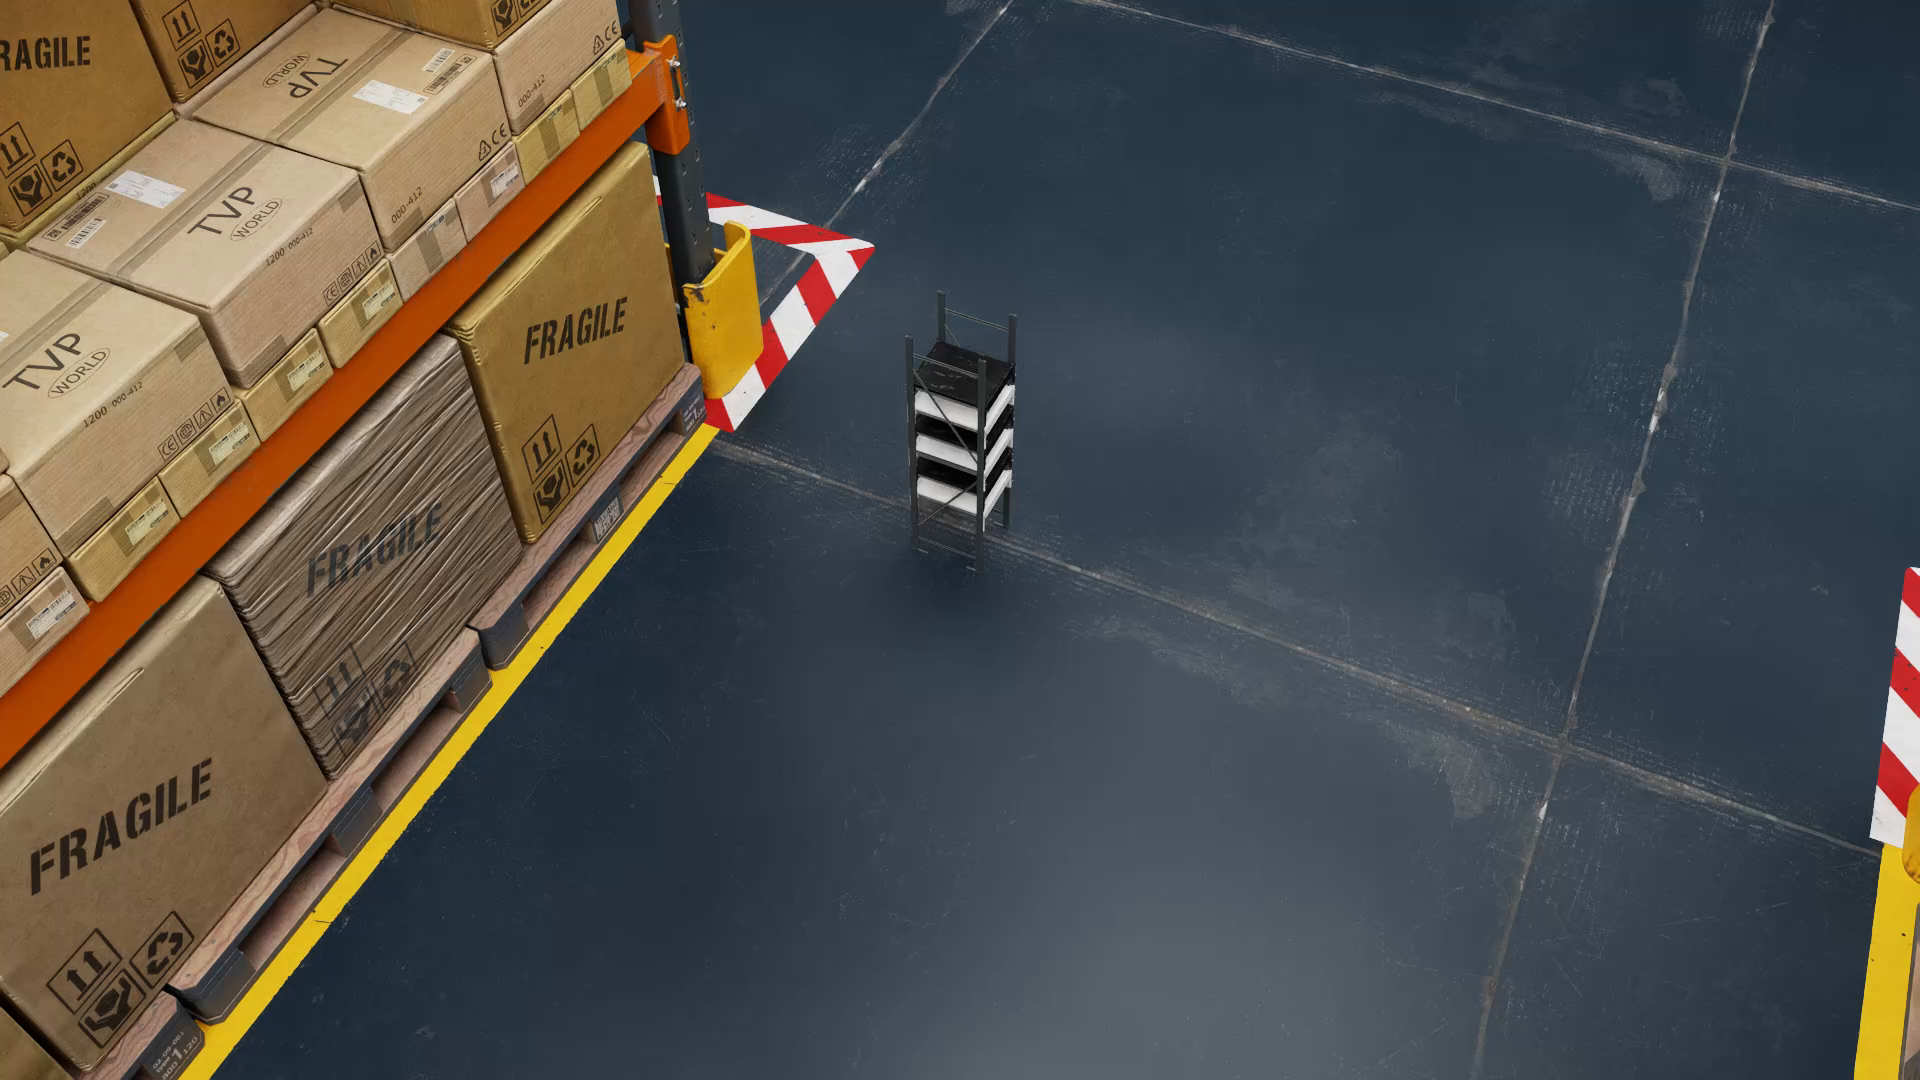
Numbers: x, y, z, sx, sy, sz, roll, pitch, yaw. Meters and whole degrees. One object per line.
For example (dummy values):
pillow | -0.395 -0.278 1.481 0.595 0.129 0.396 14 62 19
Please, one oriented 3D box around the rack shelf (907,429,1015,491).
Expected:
rack shelf | 0.003 -0.276 4.937 0.258 0.077 0.200 20 52 16

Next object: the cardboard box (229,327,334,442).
cardboard box | -1.677 -0.409 3.793 0.380 0.149 0.250 20 52 16

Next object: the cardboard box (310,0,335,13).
cardboard box | -1.726 -1.530 4.486 0.500 0.250 0.500 19 52 15

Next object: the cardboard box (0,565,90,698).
cardboard box | -2.005 0.123 3.341 0.380 0.149 0.250 20 53 16

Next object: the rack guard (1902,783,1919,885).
rack guard | 3.132 0.821 4.223 1.175 0.500 0.348 20 52 16

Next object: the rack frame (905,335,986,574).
rack frame | -0.040 -0.227 4.852 0.240 0.900 0.006 20 52 16

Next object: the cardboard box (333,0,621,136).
cardboard box | -1.244 -1.353 4.335 0.500 0.250 0.500 19 52 16

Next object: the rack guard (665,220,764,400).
rack guard | -1.267 -0.931 5.714 1.175 0.500 0.348 20 52 16

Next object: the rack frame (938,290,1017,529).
rack frame | 0.047 -0.367 4.972 0.240 0.900 0.006 20 52 16

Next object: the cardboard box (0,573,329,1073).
cardboard box | -2.247 0.534 3.946 0.875 0.875 0.875 20 52 16

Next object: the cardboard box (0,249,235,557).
cardboard box | -1.897 -0.293 3.433 0.500 0.250 0.500 20 52 16

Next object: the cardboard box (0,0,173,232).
cardboard box | -2.156 -1.070 3.602 0.500 0.500 0.500 19 52 15

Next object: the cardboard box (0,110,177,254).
cardboard box | -2.160 -0.825 3.886 0.500 0.250 0.500 18 52 15

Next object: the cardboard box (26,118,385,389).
cardboard box | -1.678 -0.653 3.739 0.500 0.250 0.500 18 52 15

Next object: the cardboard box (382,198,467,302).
cardboard box | -1.457 -0.767 4.098 0.380 0.149 0.250 21 53 17

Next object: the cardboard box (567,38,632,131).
cardboard box | -1.131 -1.291 4.544 0.380 0.149 0.250 21 53 17

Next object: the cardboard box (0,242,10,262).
cardboard box | -2.378 -0.464 3.579 0.500 0.250 0.500 19 52 15

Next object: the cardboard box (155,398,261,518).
cardboard box | -1.785 -0.239 3.648 0.380 0.149 0.250 21 53 17

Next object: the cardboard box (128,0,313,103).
cardboard box | -1.940 -1.429 3.907 0.500 0.500 0.500 19 52 15

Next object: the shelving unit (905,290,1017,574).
shelving unit | 0.003 -0.297 4.912 0.258 0.900 0.210 20 52 16

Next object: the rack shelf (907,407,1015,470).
rack shelf | 0.003 -0.334 4.869 0.258 0.077 0.200 20 52 16

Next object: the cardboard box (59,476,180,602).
cardboard box | -1.894 -0.058 3.495 0.380 0.149 0.250 18 52 15

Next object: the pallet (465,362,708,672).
pallet | -1.548 -0.245 5.320 1.003 0.211 1.213 20 52 16

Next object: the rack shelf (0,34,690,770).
rack shelf | -2.131 -0.115 3.850 1.077 0.370 4.000 20 52 16

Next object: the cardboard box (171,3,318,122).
cardboard box | -1.942 -1.170 4.179 0.500 0.250 0.500 19 52 16

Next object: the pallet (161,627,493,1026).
pallet | -2.070 0.592 4.608 1.003 0.211 1.213 20 52 16

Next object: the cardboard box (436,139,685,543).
cardboard box | -1.478 -0.706 5.000 0.875 0.875 0.875 20 52 16

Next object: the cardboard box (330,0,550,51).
cardboard box | -1.247 -1.595 4.048 0.500 0.500 0.500 20 53 17

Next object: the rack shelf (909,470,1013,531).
rack shelf | 0.003 -0.159 5.075 0.258 0.077 0.200 20 52 16

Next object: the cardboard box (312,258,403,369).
cardboard box | -1.566 -0.587 3.945 0.380 0.149 0.250 19 52 15

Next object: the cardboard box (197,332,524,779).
cardboard box | -1.867 -0.079 4.467 0.875 0.875 0.875 20 52 16

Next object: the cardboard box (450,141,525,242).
cardboard box | -1.350 -0.938 4.244 0.380 0.149 0.250 20 52 16

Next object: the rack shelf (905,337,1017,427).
rack shelf | 0.003 -0.451 4.732 0.258 0.077 0.200 20 52 16

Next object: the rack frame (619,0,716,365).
rack frame | -1.277 -1.725 4.748 1.000 3.000 0.127 20 52 16

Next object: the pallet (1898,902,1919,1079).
pallet | 2.753 1.462 3.867 1.003 0.211 1.213 20 52 16

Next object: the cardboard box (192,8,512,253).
cardboard box | -1.461 -1.004 4.038 0.500 0.250 0.500 19 52 15

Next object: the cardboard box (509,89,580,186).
cardboard box | -1.241 -1.112 4.391 0.380 0.149 0.250 20 53 16

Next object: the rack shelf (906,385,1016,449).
rack shelf | 0.003 -0.392 4.800 0.258 0.077 0.200 20 52 16

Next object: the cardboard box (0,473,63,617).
cardboard box | -2.115 0.044 3.146 0.500 0.250 0.500 21 53 17

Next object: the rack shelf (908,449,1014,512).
rack shelf | 0.003 -0.217 5.006 0.258 0.077 0.200 20 52 16

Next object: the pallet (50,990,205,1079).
pallet | -2.590 1.435 3.890 1.003 0.211 1.213 20 52 16

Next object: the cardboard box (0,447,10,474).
cardboard box | -2.115 -0.204 2.865 0.500 0.500 0.500 18 52 15
